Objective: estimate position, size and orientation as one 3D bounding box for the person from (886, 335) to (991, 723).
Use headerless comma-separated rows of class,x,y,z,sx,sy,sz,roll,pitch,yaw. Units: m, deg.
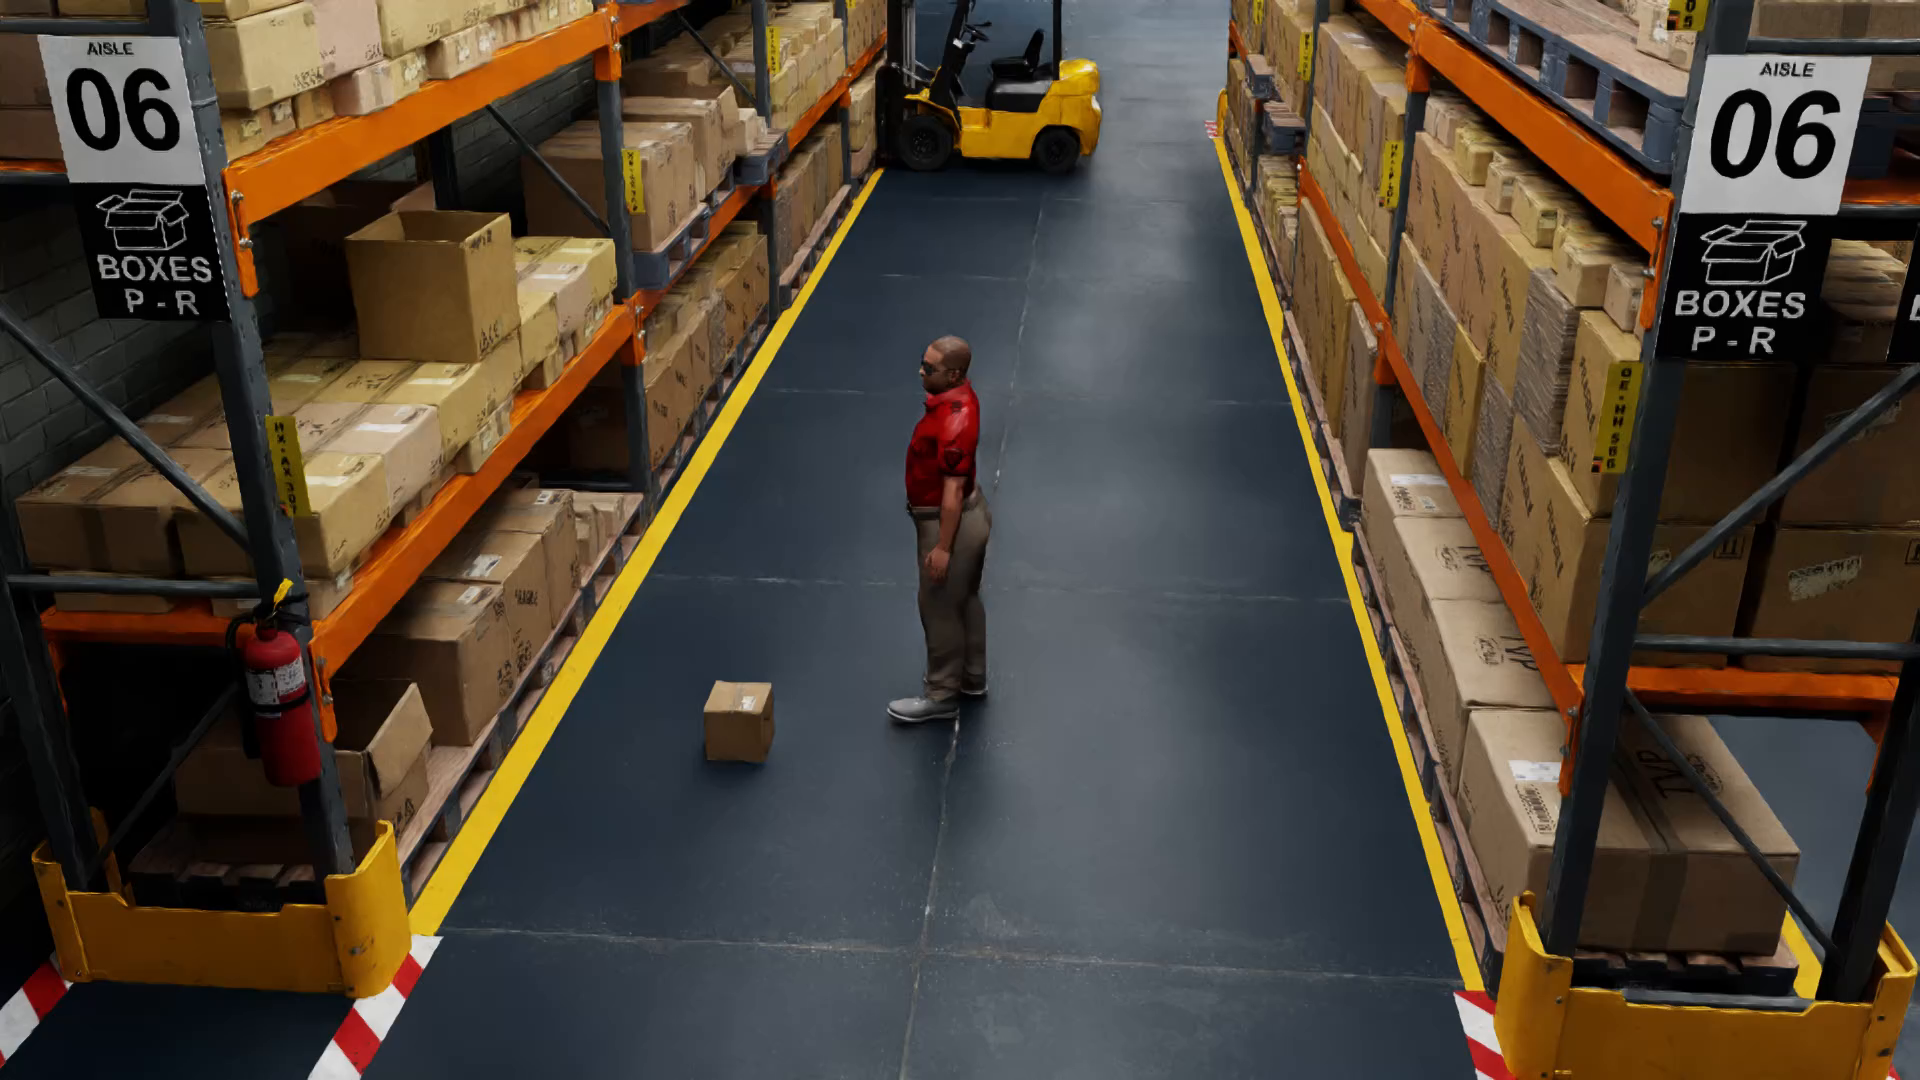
person,-0.093,-0.057,7.205,0.449,1.730,0.640,1,24,3
